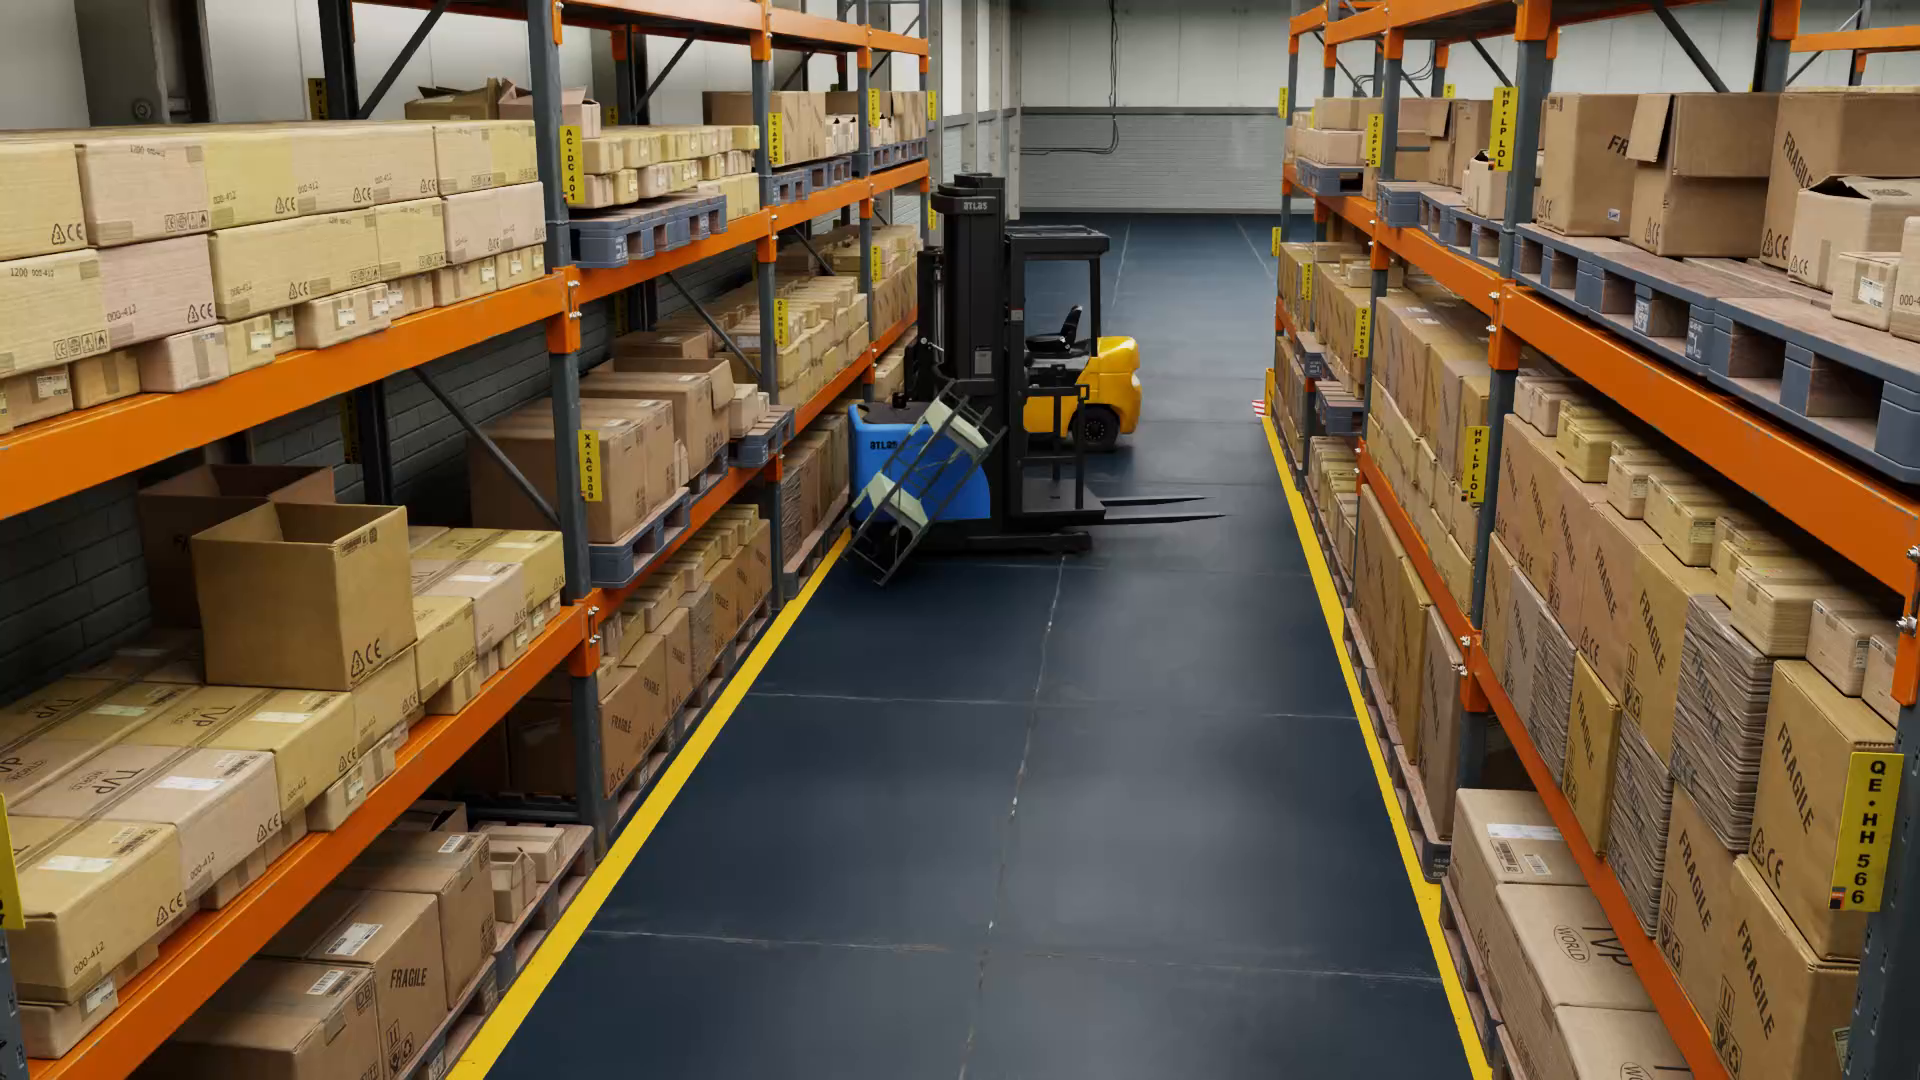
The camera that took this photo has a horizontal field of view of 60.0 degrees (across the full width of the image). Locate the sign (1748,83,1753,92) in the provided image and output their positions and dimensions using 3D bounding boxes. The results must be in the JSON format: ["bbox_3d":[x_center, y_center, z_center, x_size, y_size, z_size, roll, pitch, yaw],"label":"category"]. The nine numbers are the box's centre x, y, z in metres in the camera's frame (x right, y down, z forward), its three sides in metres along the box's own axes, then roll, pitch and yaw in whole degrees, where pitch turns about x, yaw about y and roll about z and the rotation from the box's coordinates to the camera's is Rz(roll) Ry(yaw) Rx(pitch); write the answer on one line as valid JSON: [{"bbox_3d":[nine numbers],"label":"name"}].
[{"bbox_3d":[8.455,-4.704,17.739,0.100,0.325,0.005,2,15,6],"label":"sign"}]

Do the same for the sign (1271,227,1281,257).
[{"bbox_3d":[3.537,-3.331,18.577,0.100,0.325,0.005,2,15,6],"label":"sign"}]

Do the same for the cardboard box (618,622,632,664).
[{"bbox_3d":[-1.934,0.534,8.681,0.380,0.149,0.250,1,15,3],"label":"cardboard box"}]

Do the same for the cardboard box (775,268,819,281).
[{"bbox_3d":[-1.527,-2.458,15.570,0.380,0.149,0.250,2,15,6],"label":"cardboard box"}]

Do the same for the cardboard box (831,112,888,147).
[{"bbox_3d":[-0.972,-3.870,15.655,0.500,0.311,0.500,2,15,7],"label":"cardboard box"}]

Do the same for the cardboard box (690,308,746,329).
[{"bbox_3d":[-1.850,-1.687,12.721,0.380,0.149,0.250,2,15,6],"label":"cardboard box"}]

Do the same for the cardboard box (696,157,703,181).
[{"bbox_3d":[-1.726,-2.174,9.732,0.380,0.149,0.250,2,15,7],"label":"cardboard box"}]

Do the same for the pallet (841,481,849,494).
[{"bbox_3d":[-1.352,-0.467,14.984,1.003,0.211,1.213,2,15,6],"label":"pallet"}]

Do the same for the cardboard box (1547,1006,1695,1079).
[{"bbox_3d":[2.340,1.875,5.087,0.875,0.438,0.875,2,15,8],"label":"cardboard box"}]

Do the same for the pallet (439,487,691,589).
[{"bbox_3d":[-2.012,-0.042,8.438,1.003,0.211,1.213,2,15,6],"label":"pallet"}]

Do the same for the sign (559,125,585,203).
[{"bbox_3d":[-1.671,-1.614,7.147,0.100,0.325,0.005,2,15,6],"label":"sign"}]

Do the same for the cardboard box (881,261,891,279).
[{"bbox_3d":[-0.880,-2.639,16.241,0.380,0.149,0.250,2,15,7],"label":"cardboard box"}]

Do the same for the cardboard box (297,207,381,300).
[{"bbox_3d":[-2.198,-0.919,5.284,0.500,0.250,0.500,1,15,5],"label":"cardboard box"}]

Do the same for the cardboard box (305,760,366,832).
[{"bbox_3d":[-2.157,0.818,5.370,0.380,0.149,0.250,1,15,5],"label":"cardboard box"}]

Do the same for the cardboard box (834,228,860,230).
[{"bbox_3d":[-1.185,-3.331,18.230,0.380,0.149,0.250,2,15,7],"label":"cardboard box"}]

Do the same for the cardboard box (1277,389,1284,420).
[{"bbox_3d":[3.645,-1.440,17.703,0.500,0.250,0.500,2,15,8],"label":"cardboard box"}]

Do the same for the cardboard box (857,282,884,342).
[{"bbox_3d":[-0.998,-2.161,15.715,0.500,0.500,0.500,1,15,5],"label":"cardboard box"}]

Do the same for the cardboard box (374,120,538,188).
[{"bbox_3d":[-2.028,-1.553,6.672,0.500,0.250,0.500,2,15,6],"label":"cardboard box"}]

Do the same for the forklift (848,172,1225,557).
[{"bbox_3d":[0.620,-1.436,13.357,3.031,2.935,1.130,-2,15,-7],"label":"forklift"}]

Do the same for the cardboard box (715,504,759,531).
[{"bbox_3d":[-1.563,-0.141,11.180,0.380,0.149,0.250,1,15,4],"label":"cardboard box"}]

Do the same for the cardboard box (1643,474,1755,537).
[{"bbox_3d":[2.250,-0.091,4.902,0.380,0.149,0.250,2,15,8],"label":"cardboard box"}]

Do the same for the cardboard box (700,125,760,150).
[{"bbox_3d":[-1.504,-2.582,10.670,0.380,0.149,0.250,2,15,8],"label":"cardboard box"}]

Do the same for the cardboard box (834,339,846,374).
[{"bbox_3d":[-1.243,-1.536,13.883,0.500,0.250,0.500,2,15,7],"label":"cardboard box"}]

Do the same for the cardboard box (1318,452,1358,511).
[{"bbox_3d":[3.490,-0.472,13.889,0.950,0.372,0.625,3,15,10],"label":"cardboard box"}]

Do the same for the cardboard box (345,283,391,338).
[{"bbox_3d":[-2.102,-0.755,5.442,0.380,0.149,0.250,2,15,7],"label":"cardboard box"}]

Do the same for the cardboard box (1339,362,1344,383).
[{"bbox_3d":[2.955,-1.199,12.028,0.380,0.149,0.250,1,15,4],"label":"cardboard box"}]

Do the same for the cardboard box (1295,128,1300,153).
[{"bbox_3d":[3.654,-4.029,16.786,0.500,0.250,0.500,2,15,8],"label":"cardboard box"}]

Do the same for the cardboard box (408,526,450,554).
[{"bbox_3d":[-2.535,0.119,7.193,0.500,0.250,0.500,2,15,6],"label":"cardboard box"}]

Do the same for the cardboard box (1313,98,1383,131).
[{"bbox_3d":[3.114,-3.410,13.306,0.500,0.250,0.500,1,15,5],"label":"cardboard box"}]

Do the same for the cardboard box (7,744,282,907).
[{"bbox_3d":[-2.286,0.795,4.692,0.500,0.250,0.500,2,15,7],"label":"cardboard box"}]

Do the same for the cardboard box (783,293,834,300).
[{"bbox_3d":[-1.241,-1.939,13.653,0.380,0.149,0.250,2,15,7],"label":"cardboard box"}]

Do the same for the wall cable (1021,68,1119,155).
[{"bbox_3d":[3.201,-12.792,49.677,3.097,2.526,0.112,2,15,6],"label":"wall cable"}]

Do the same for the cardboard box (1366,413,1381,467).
[{"bbox_3d":[2.868,-0.631,10.535,0.500,0.250,0.500,1,15,5],"label":"cardboard box"}]

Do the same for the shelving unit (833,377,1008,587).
[{"bbox_3d":[-0.317,-0.448,12.504,0.431,1.500,0.755,37,7,-16],"label":"shelving unit"}]

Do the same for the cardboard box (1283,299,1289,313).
[{"bbox_3d":[3.633,-2.497,17.633,0.380,0.149,0.250,2,15,7],"label":"cardboard box"}]

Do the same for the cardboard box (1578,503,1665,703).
[{"bbox_3d":[2.236,0.194,5.090,0.500,0.500,0.500,2,15,6],"label":"cardboard box"}]

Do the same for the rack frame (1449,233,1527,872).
[{"bbox_3d":[2.722,0.215,7.121,1.000,3.000,0.127,2,15,6],"label":"rack frame"}]

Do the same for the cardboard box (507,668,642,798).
[{"bbox_3d":[-1.932,0.955,8.369,0.500,0.500,0.500,2,15,9],"label":"cardboard box"}]

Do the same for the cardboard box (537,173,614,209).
[{"bbox_3d":[-1.782,-1.574,7.475,0.380,0.149,0.250,2,15,7],"label":"cardboard box"}]

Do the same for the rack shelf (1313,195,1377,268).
[{"bbox_3d":[3.399,-2.442,12.578,1.077,0.370,4.000,2,15,6],"label":"rack shelf"}]

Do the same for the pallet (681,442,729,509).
[{"bbox_3d":[-1.974,-0.371,9.654,1.003,0.211,1.213,2,15,6],"label":"pallet"}]

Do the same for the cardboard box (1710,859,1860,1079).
[{"bbox_3d":[2.062,1.071,3.763,0.500,0.500,0.500,2,15,7],"label":"cardboard box"}]

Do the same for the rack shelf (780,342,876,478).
[{"bbox_3d":[-1.534,-1.139,13.507,1.077,0.370,4.000,2,15,6],"label":"rack shelf"}]

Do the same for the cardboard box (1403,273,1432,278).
[{"bbox_3d":[3.681,-1.866,13.249,0.500,0.500,0.500,2,15,8],"label":"cardboard box"}]

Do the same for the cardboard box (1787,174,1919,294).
[{"bbox_3d":[2.489,-0.790,4.267,0.500,0.311,0.500,2,15,7],"label":"cardboard box"}]

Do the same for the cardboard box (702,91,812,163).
[{"bbox_3d":[-1.478,-3.030,12.185,0.700,0.500,0.500,1,15,5],"label":"cardboard box"}]

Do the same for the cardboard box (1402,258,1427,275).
[{"bbox_3d":[3.724,-2.190,13.207,0.380,0.149,0.250,1,15,4],"label":"cardboard box"}]

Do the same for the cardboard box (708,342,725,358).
[{"bbox_3d":[-1.985,-1.261,11.910,0.500,0.250,0.500,2,15,8],"label":"cardboard box"}]

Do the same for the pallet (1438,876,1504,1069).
[{"bbox_3d":[2.558,1.756,6.764,1.003,0.211,1.213,2,15,6],"label":"pallet"}]

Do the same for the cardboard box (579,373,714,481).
[{"bbox_3d":[-1.787,-0.638,9.279,0.700,0.500,0.500,2,15,6],"label":"cardboard box"}]

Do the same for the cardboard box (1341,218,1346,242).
[{"bbox_3d":[4.052,-2.904,15.976,0.700,0.500,0.500,1,15,5],"label":"cardboard box"}]

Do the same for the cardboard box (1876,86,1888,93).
[{"bbox_3d":[8.336,-3.938,14.690,0.380,0.149,0.250,2,15,6],"label":"cardboard box"}]

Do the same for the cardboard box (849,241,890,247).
[{"bbox_3d":[-0.911,-2.921,16.712,0.380,0.149,0.250,2,15,6],"label":"cardboard box"}]

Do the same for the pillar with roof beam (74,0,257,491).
[{"bbox_3d":[1.093,-2.546,5.836,9.100,9.000,0.400,2,15,6],"label":"pillar with roof beam"}]

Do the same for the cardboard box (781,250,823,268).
[{"bbox_3d":[-1.503,-2.666,15.770,0.380,0.149,0.250,1,15,5],"label":"cardboard box"}]

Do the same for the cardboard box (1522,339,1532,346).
[{"bbox_3d":[3.198,-0.819,8.836,0.500,0.500,0.500,1,15,5],"label":"cardboard box"}]

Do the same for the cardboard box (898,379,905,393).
[{"bbox_3d":[-0.824,-1.499,16.965,0.500,0.250,0.500,2,15,6],"label":"cardboard box"}]

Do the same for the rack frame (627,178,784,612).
[{"bbox_3d":[-1.759,-0.968,11.495,1.000,3.000,0.127,2,15,6],"label":"rack frame"}]

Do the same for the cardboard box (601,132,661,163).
[{"bbox_3d":[-1.738,-1.988,8.435,0.380,0.149,0.250,2,15,7],"label":"cardboard box"}]
